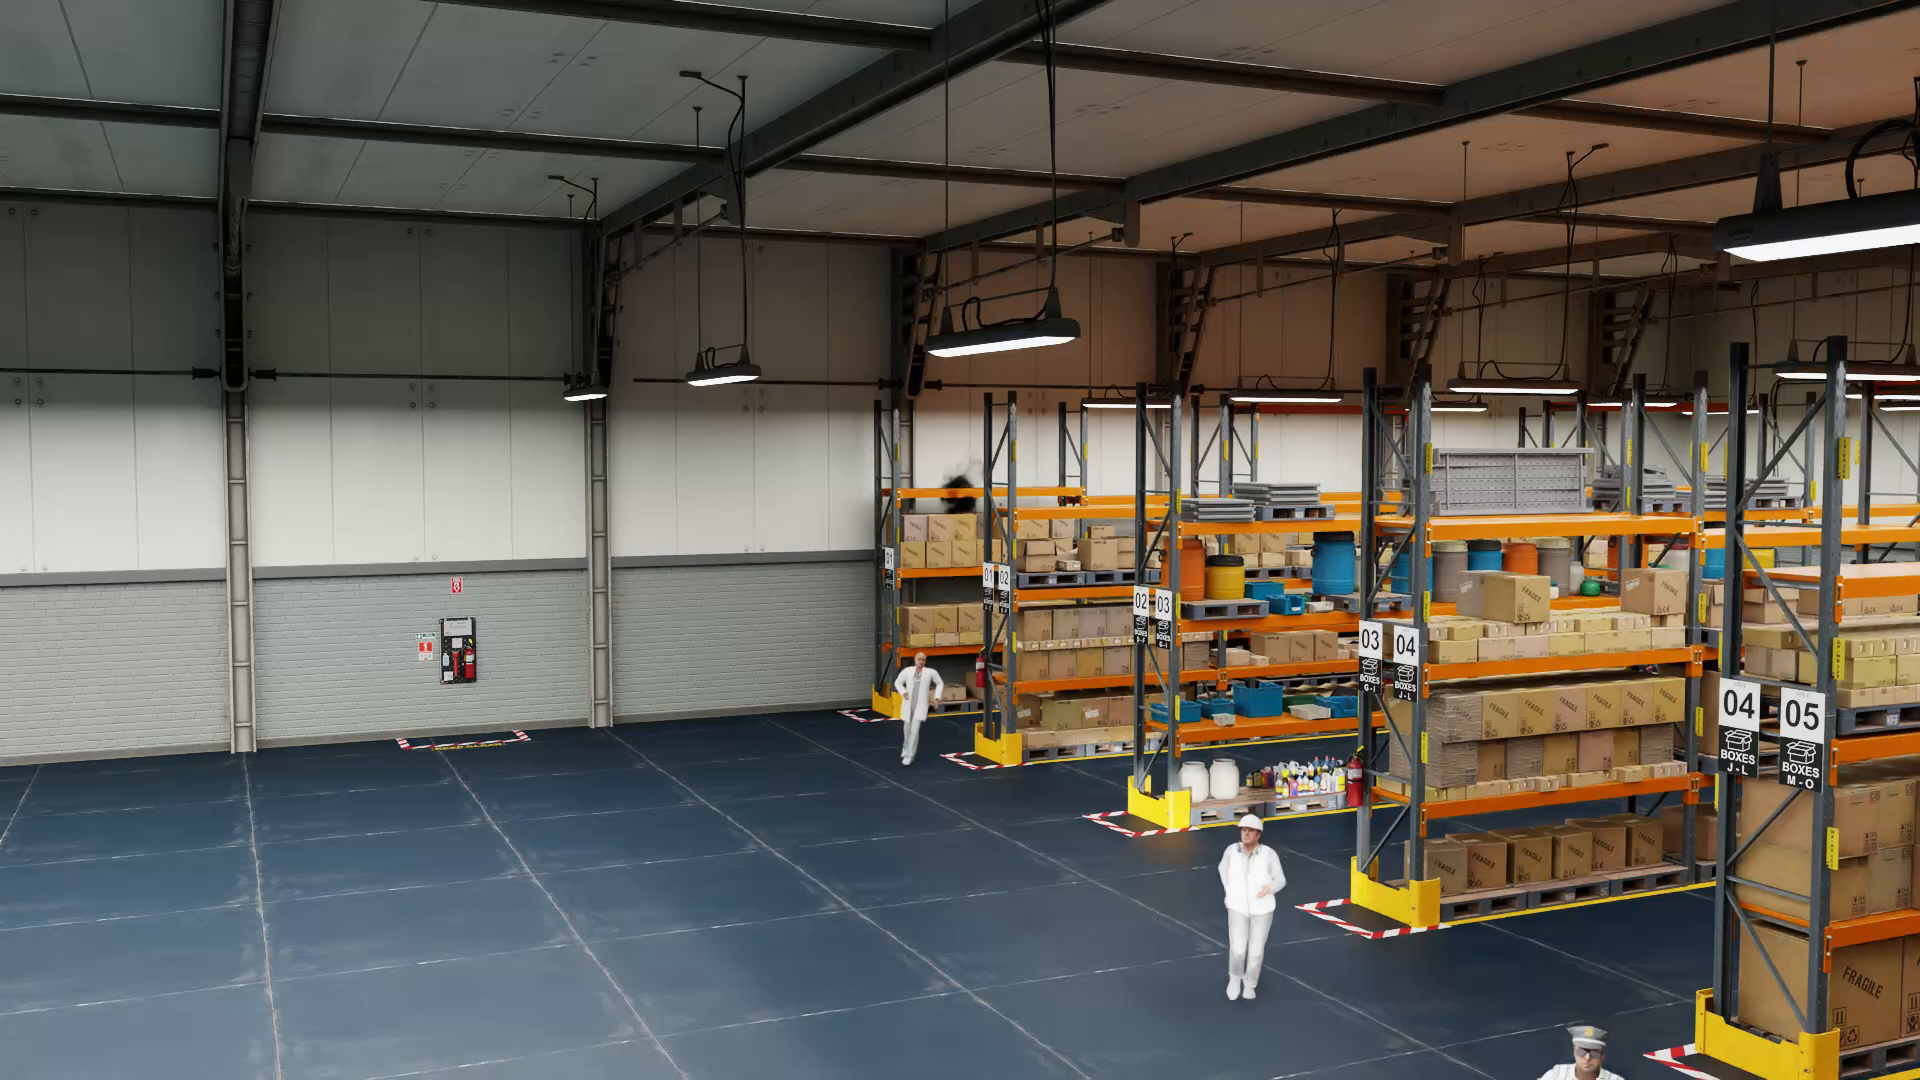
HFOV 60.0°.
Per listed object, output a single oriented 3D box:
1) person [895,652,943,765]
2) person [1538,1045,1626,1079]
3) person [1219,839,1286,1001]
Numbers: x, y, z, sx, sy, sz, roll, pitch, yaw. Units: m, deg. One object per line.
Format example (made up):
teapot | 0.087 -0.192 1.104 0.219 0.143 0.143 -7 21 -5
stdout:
person | -0.679 2.694 26.847 0.776 1.769 1.019 0 3 9
person | 3.682 3.739 9.801 0.676 1.692 0.894 1 4 23
person | 2.677 3.504 15.314 0.636 1.533 0.576 1 3 15
